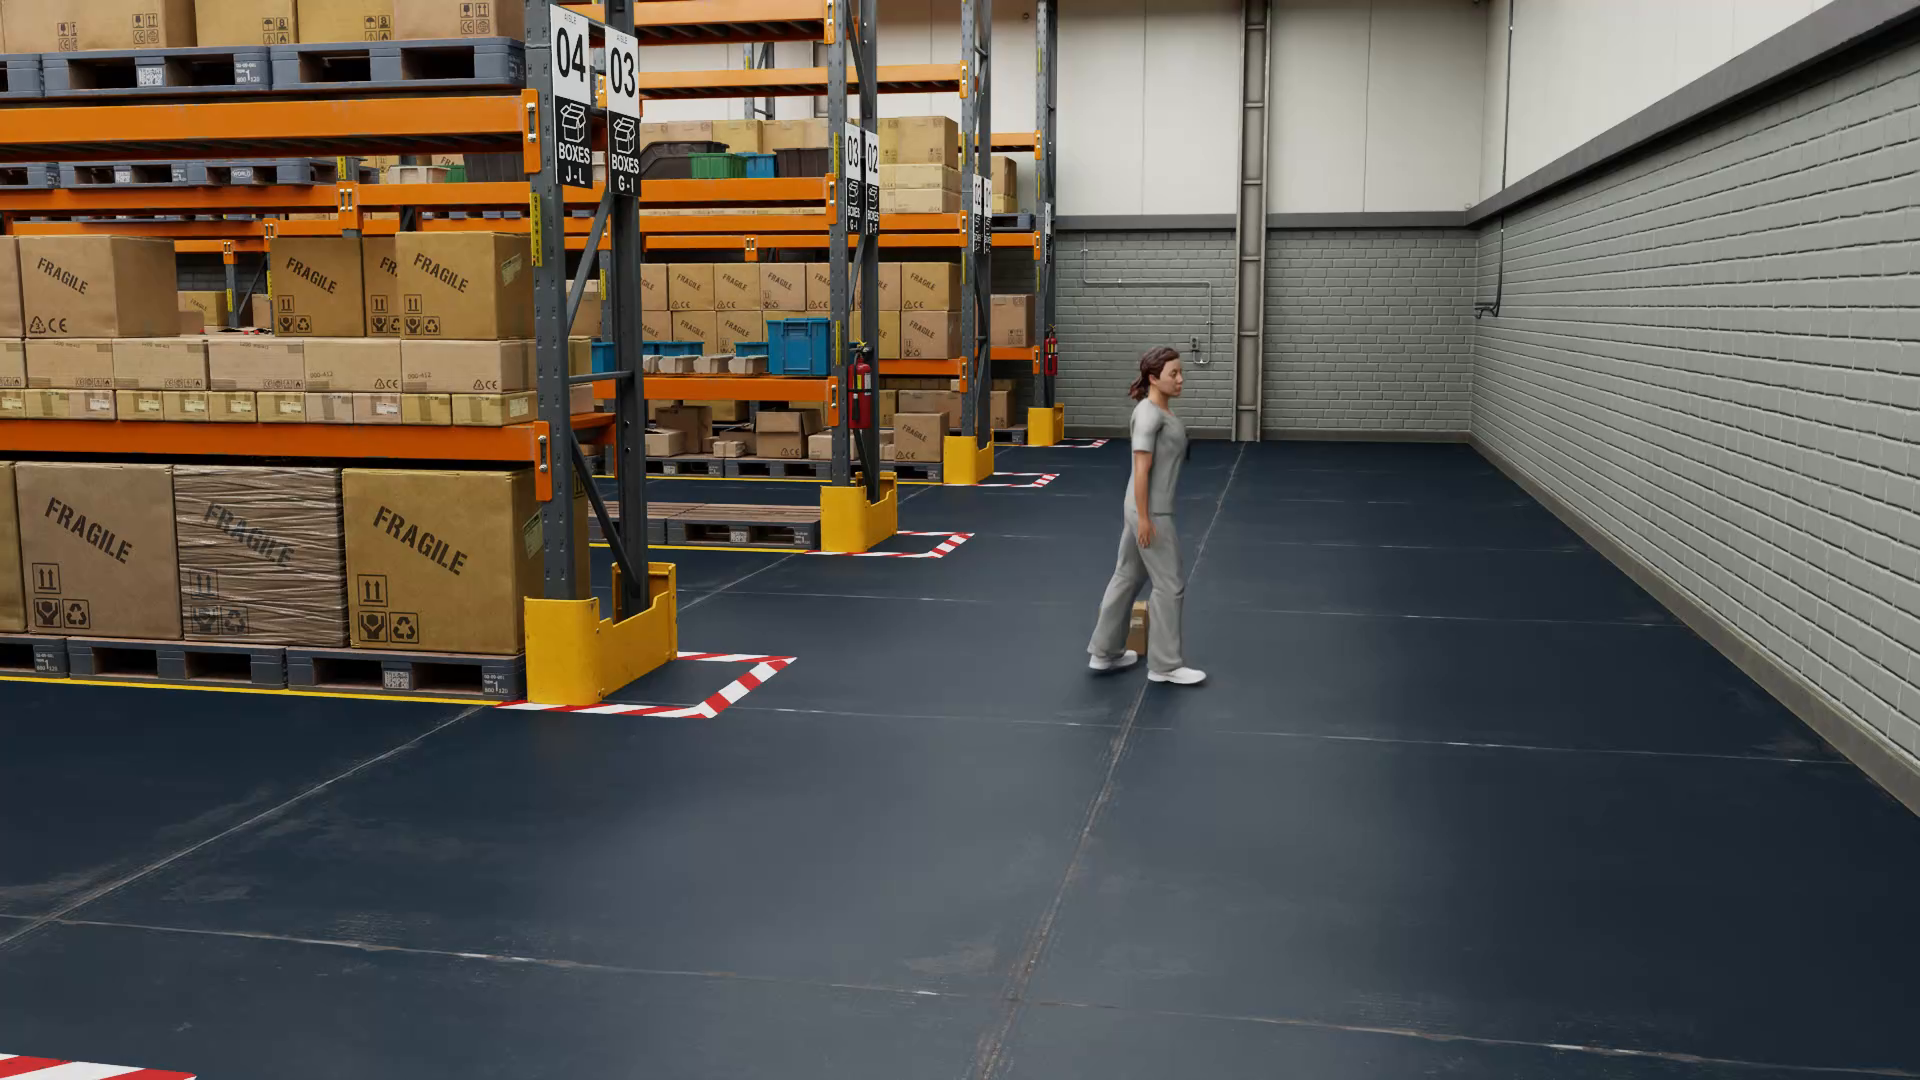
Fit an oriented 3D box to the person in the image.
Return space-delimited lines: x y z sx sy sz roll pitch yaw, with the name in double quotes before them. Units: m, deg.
"person" 0.944 -0.130 8.263 0.596 1.663 0.499 1 8 10
